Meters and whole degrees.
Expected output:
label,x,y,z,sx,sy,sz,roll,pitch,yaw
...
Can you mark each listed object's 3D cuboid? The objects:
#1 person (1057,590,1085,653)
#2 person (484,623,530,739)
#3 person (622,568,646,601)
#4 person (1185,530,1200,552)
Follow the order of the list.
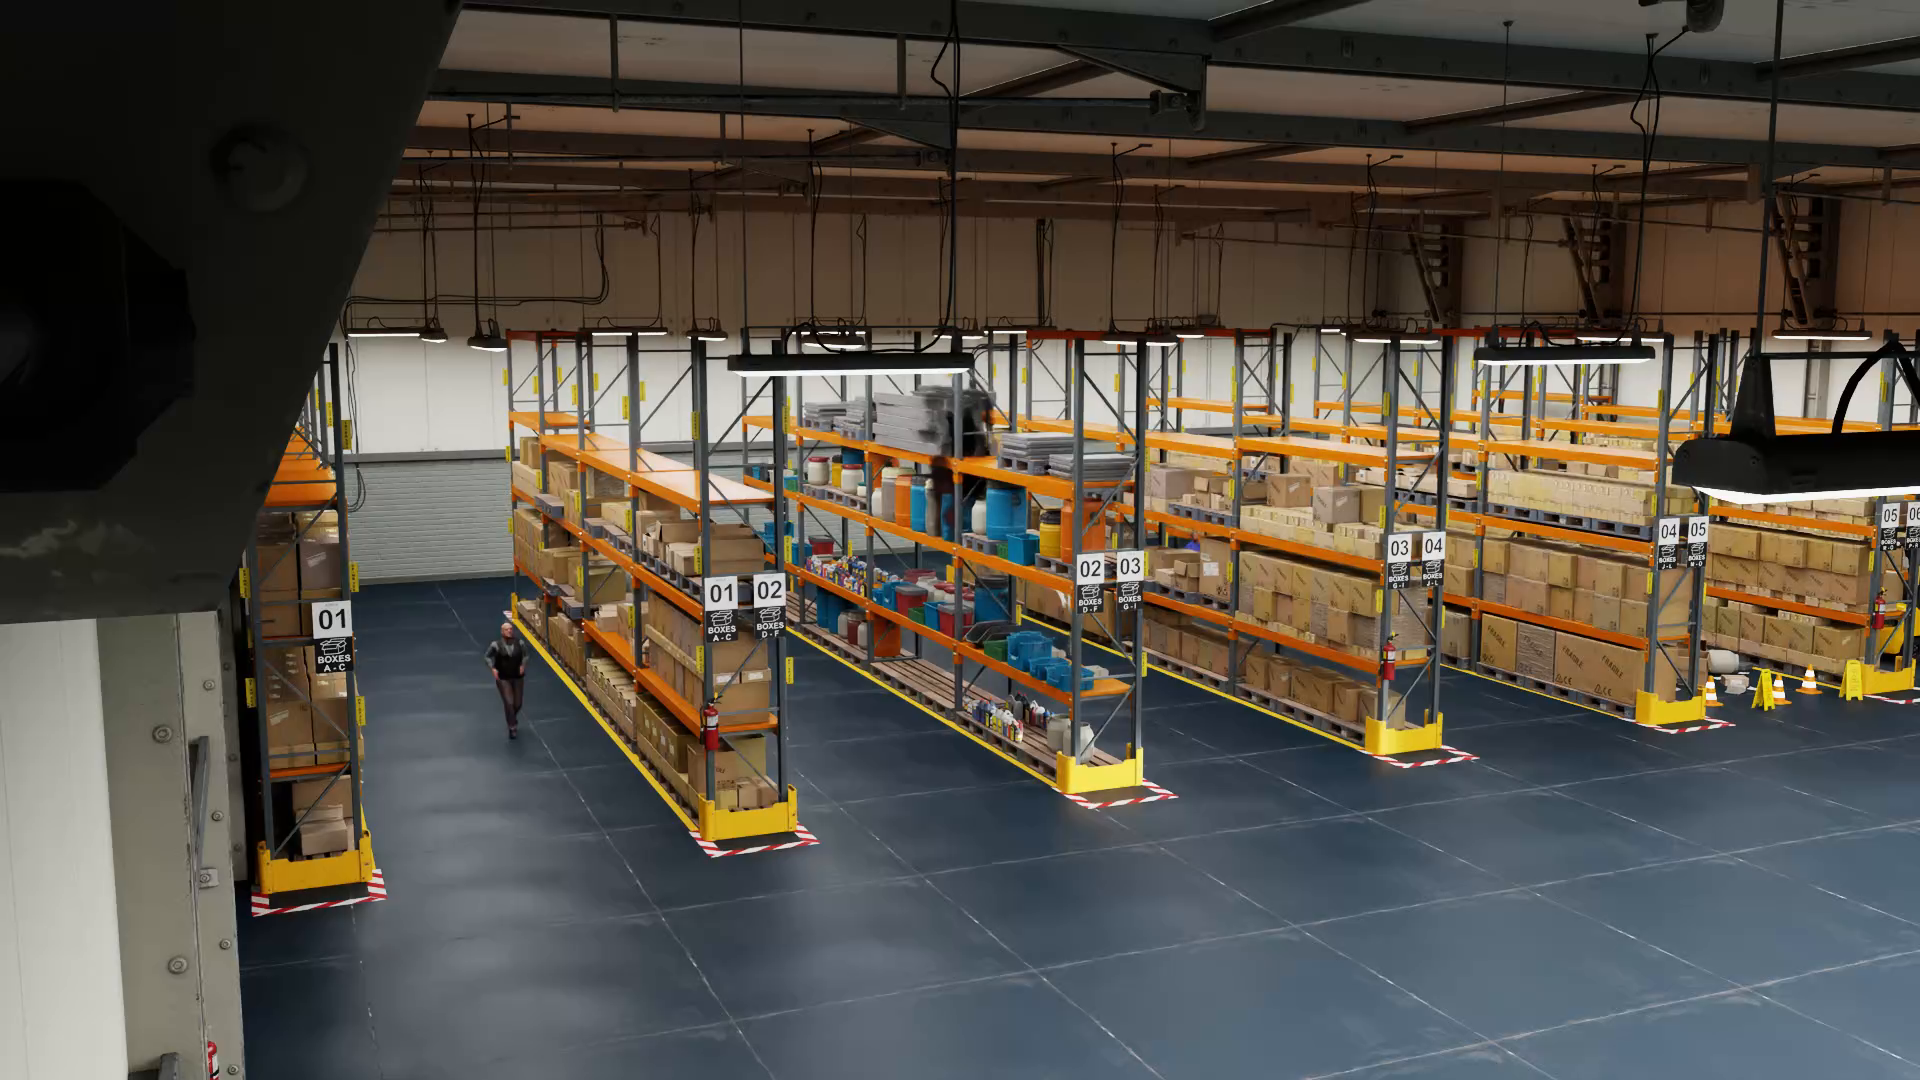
label,x,y,z,sx,sy,sz,roll,pitch,yaw
person,2.111,1.236,29.875,0.580,1.763,0.686,-5,9,-33
person,-6.809,2.092,25.060,0.670,1.711,0.751,-4,9,-29
person,-6.975,0.697,35.163,0.695,1.754,0.914,-7,11,-44
person,5.092,0.646,35.872,0.567,1.709,0.739,-3,8,-20
